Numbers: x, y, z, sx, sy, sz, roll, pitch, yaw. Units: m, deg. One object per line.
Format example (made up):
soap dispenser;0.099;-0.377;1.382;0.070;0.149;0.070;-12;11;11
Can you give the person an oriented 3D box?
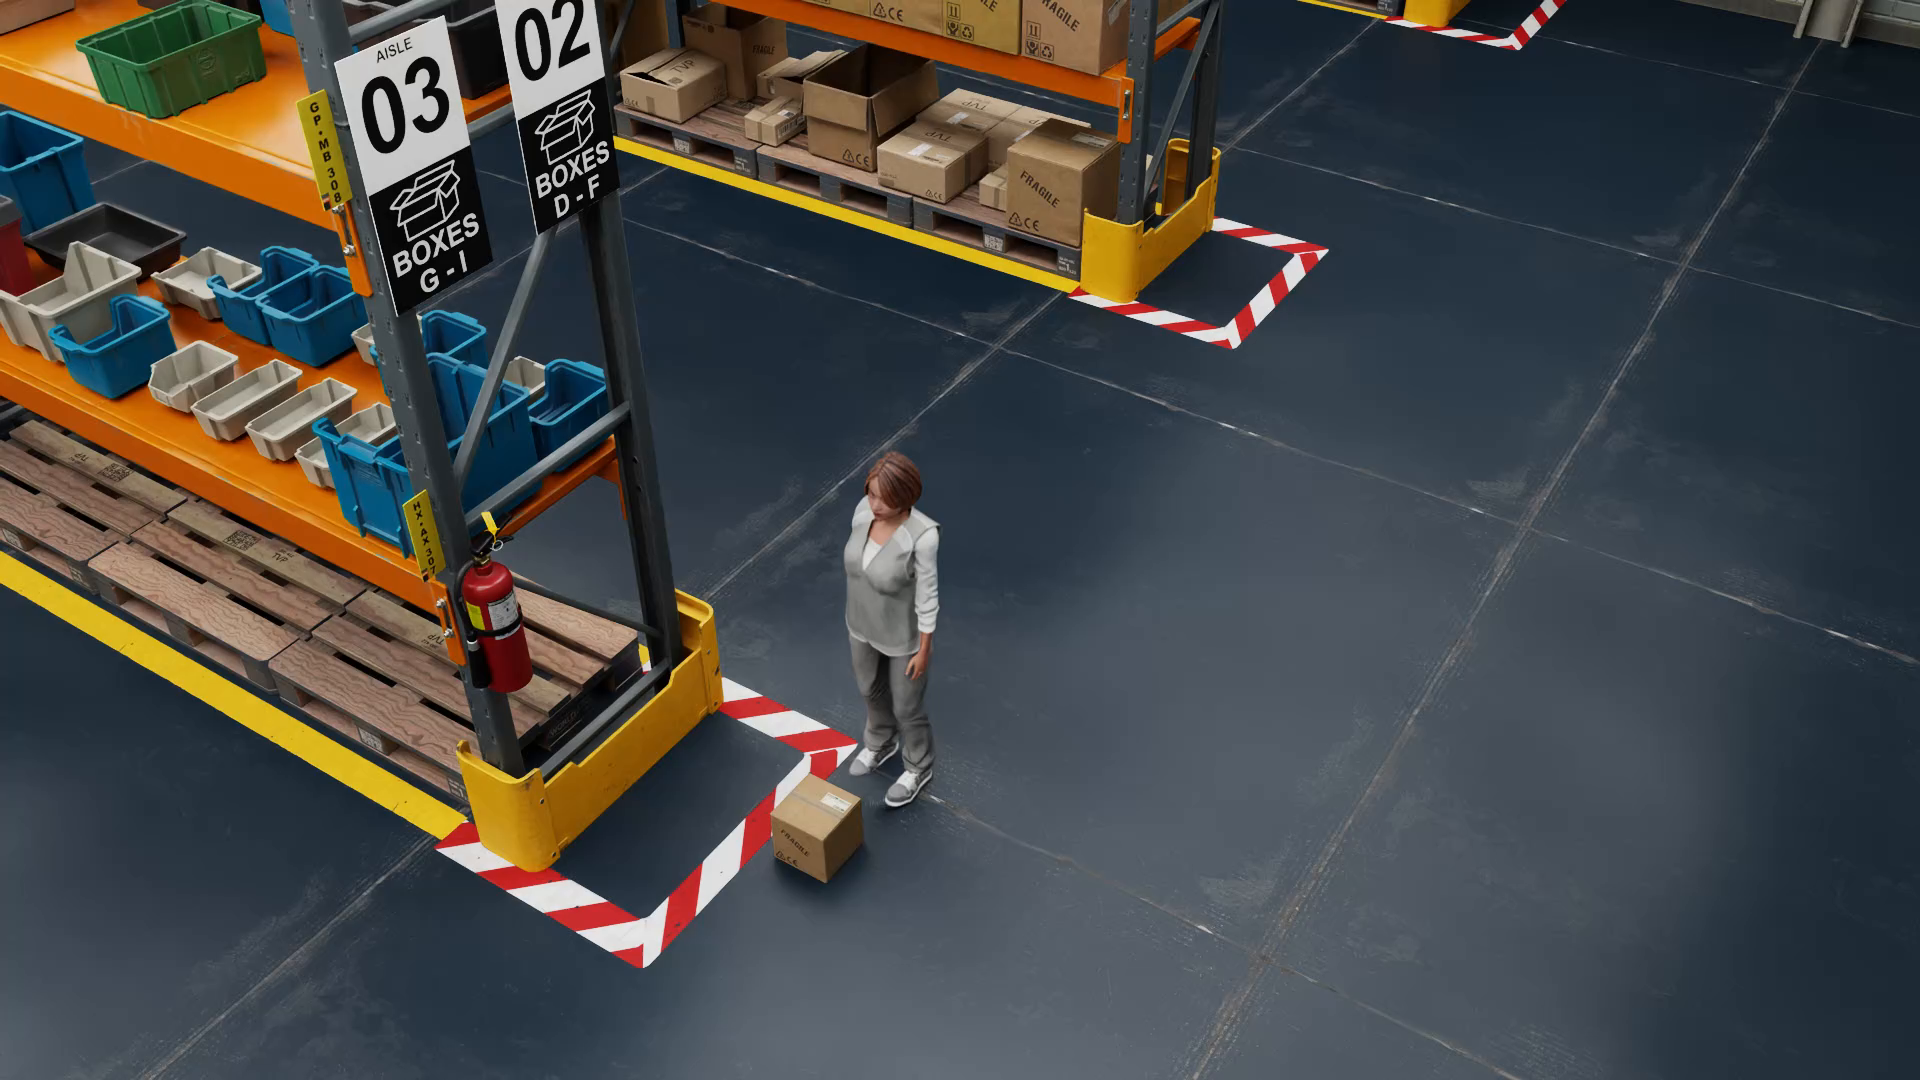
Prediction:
person;-0.255;0.357;6.263;0.393;1.622;0.306;26;46;29
